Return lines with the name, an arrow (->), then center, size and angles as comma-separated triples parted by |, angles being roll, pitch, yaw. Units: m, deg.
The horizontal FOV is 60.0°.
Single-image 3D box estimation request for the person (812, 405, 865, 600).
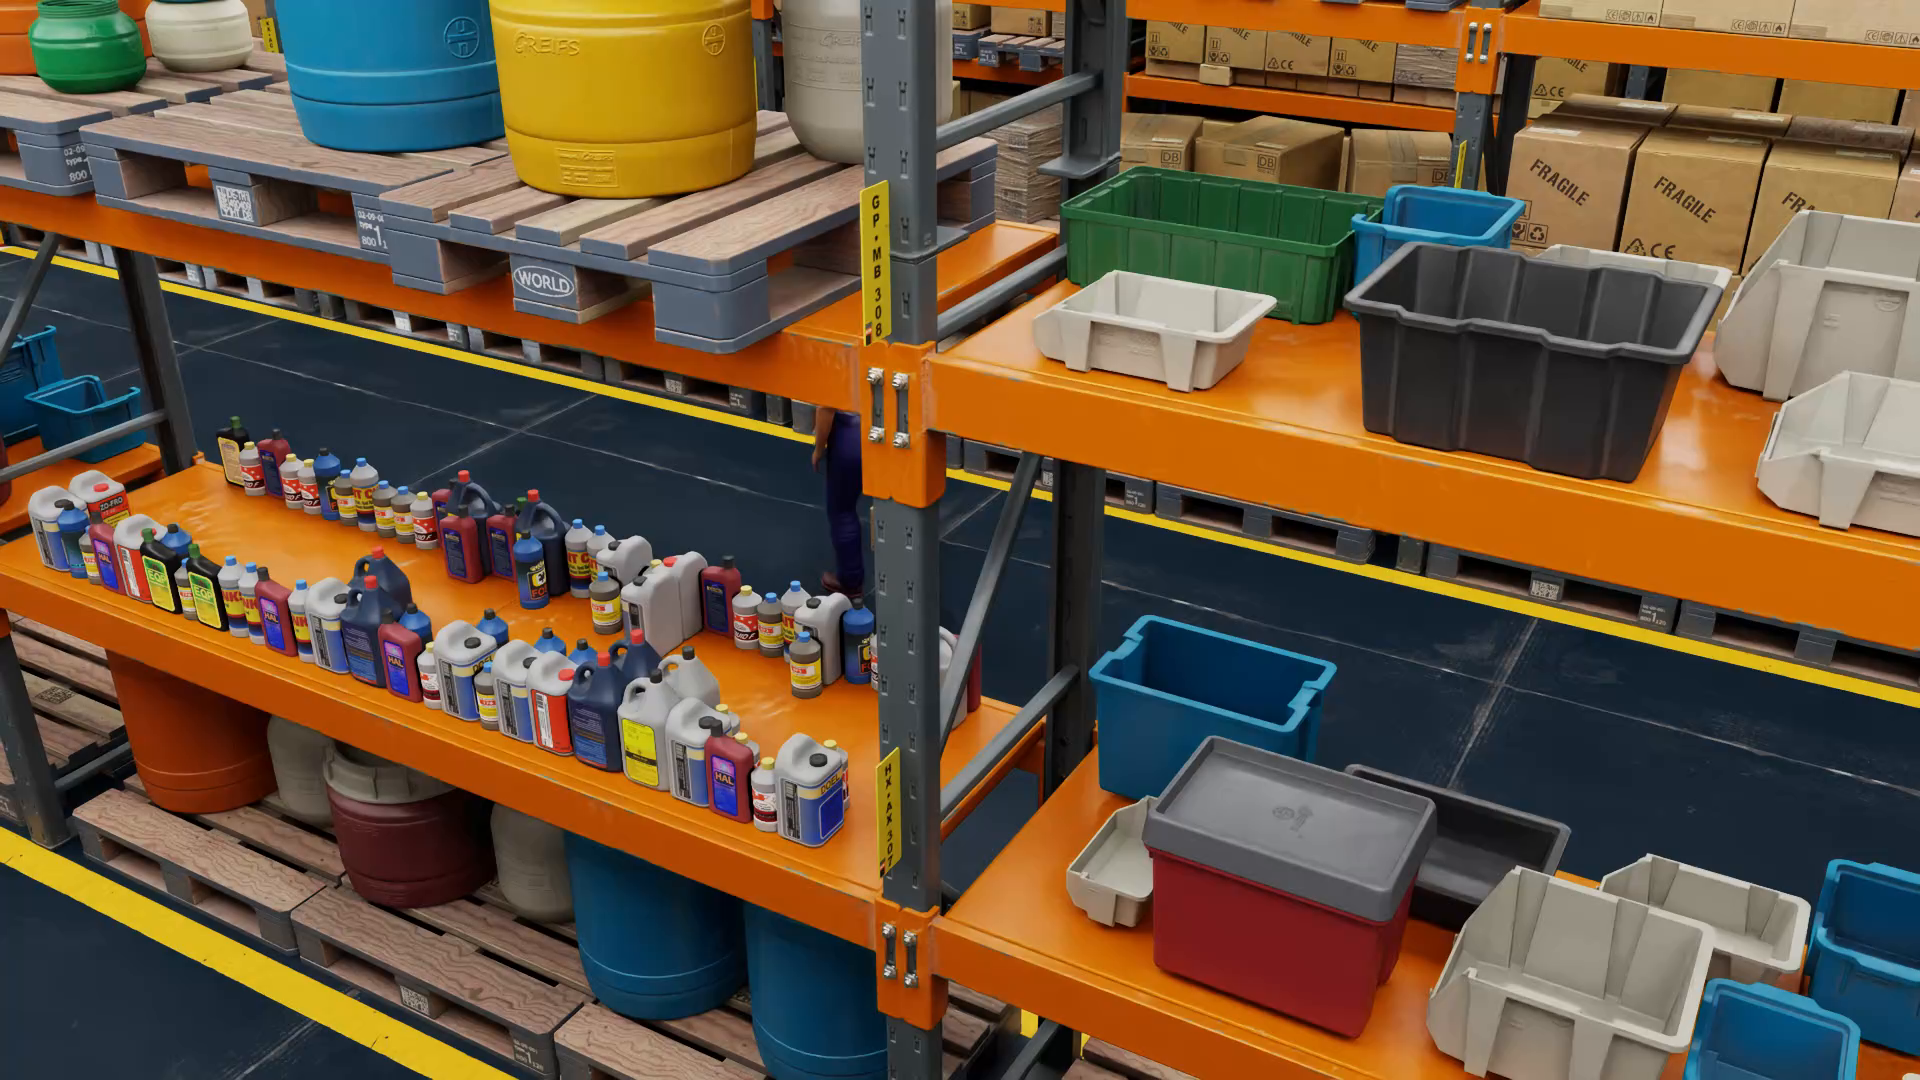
person -> -0.427, -0.448, 7.984 | 0.524, 1.635, 0.572 | -13, 30, -24
